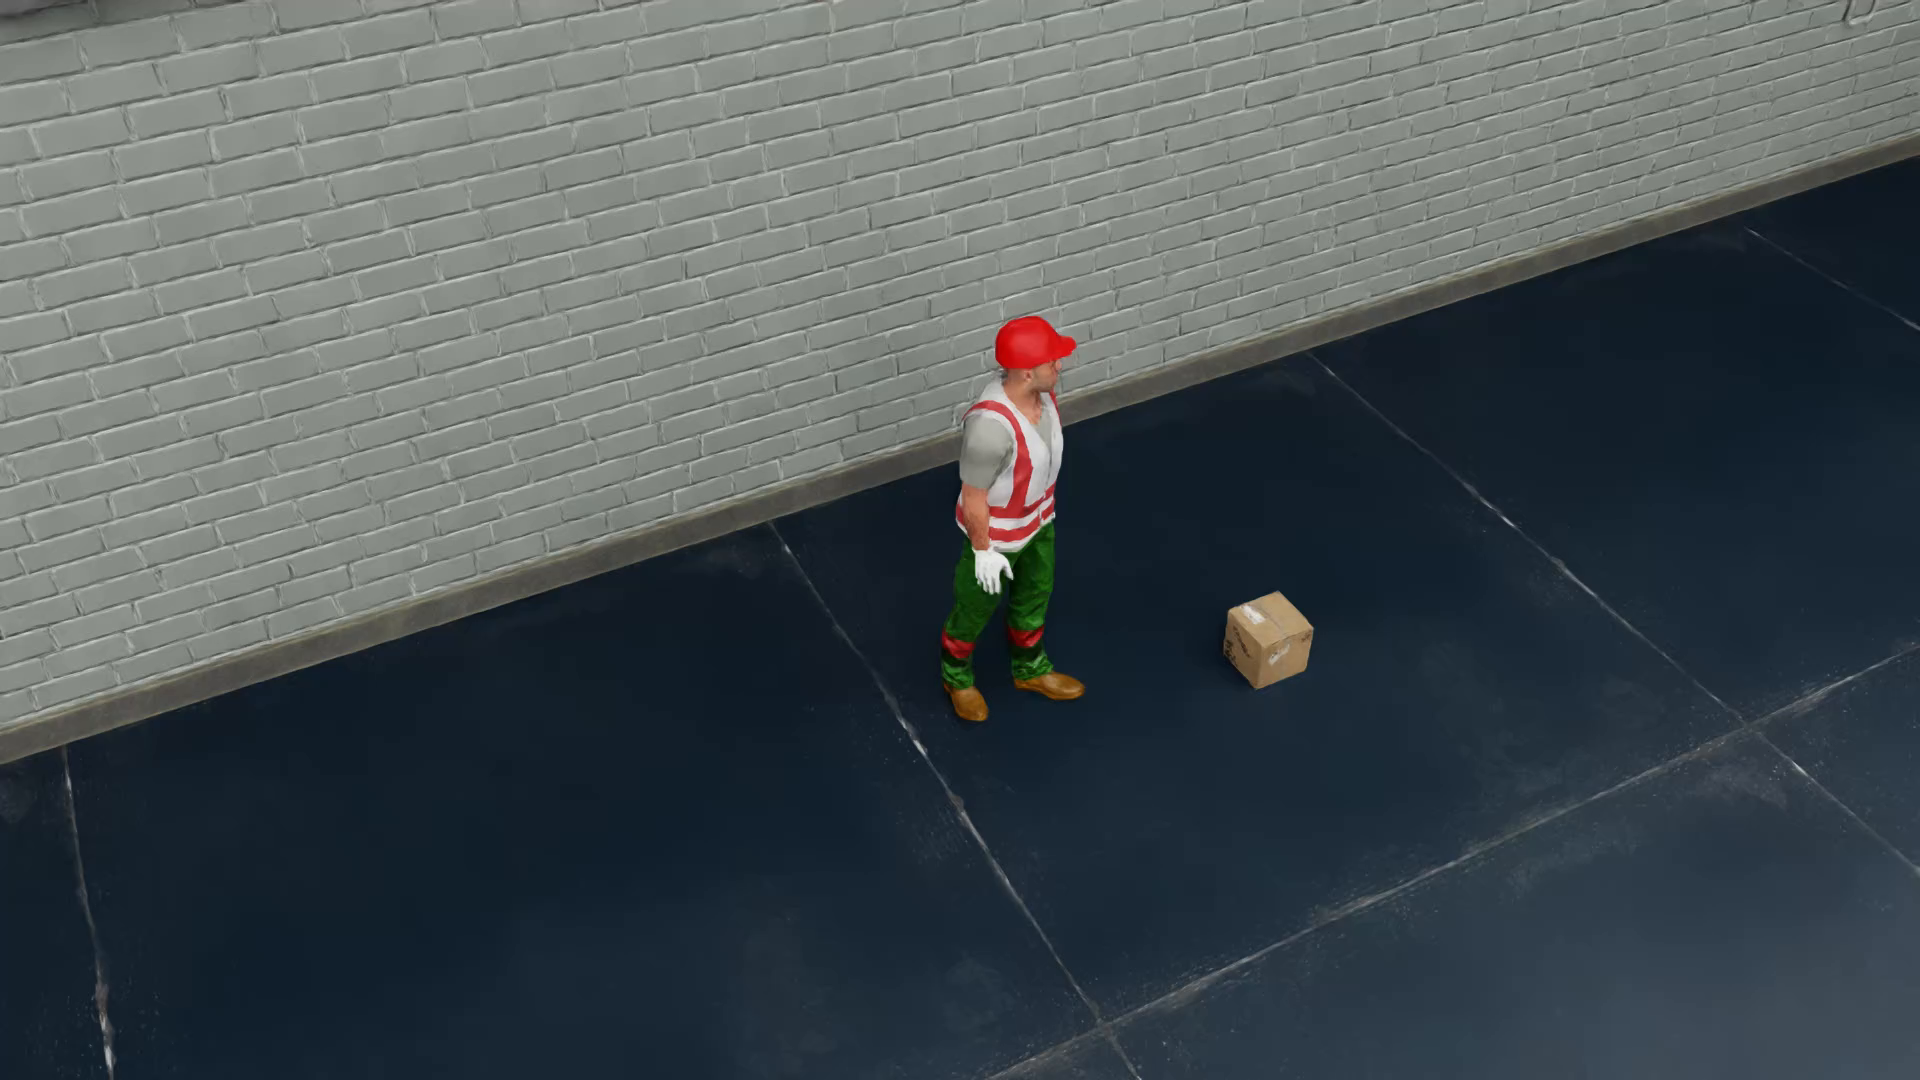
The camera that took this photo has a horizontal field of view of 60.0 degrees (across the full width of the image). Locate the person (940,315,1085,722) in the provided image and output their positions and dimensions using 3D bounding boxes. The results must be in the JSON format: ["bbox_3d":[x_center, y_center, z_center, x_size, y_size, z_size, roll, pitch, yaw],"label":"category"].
[{"bbox_3d":[0.205,-0.053,6.192,0.524,1.793,0.548,23,46,25],"label":"person"}]
